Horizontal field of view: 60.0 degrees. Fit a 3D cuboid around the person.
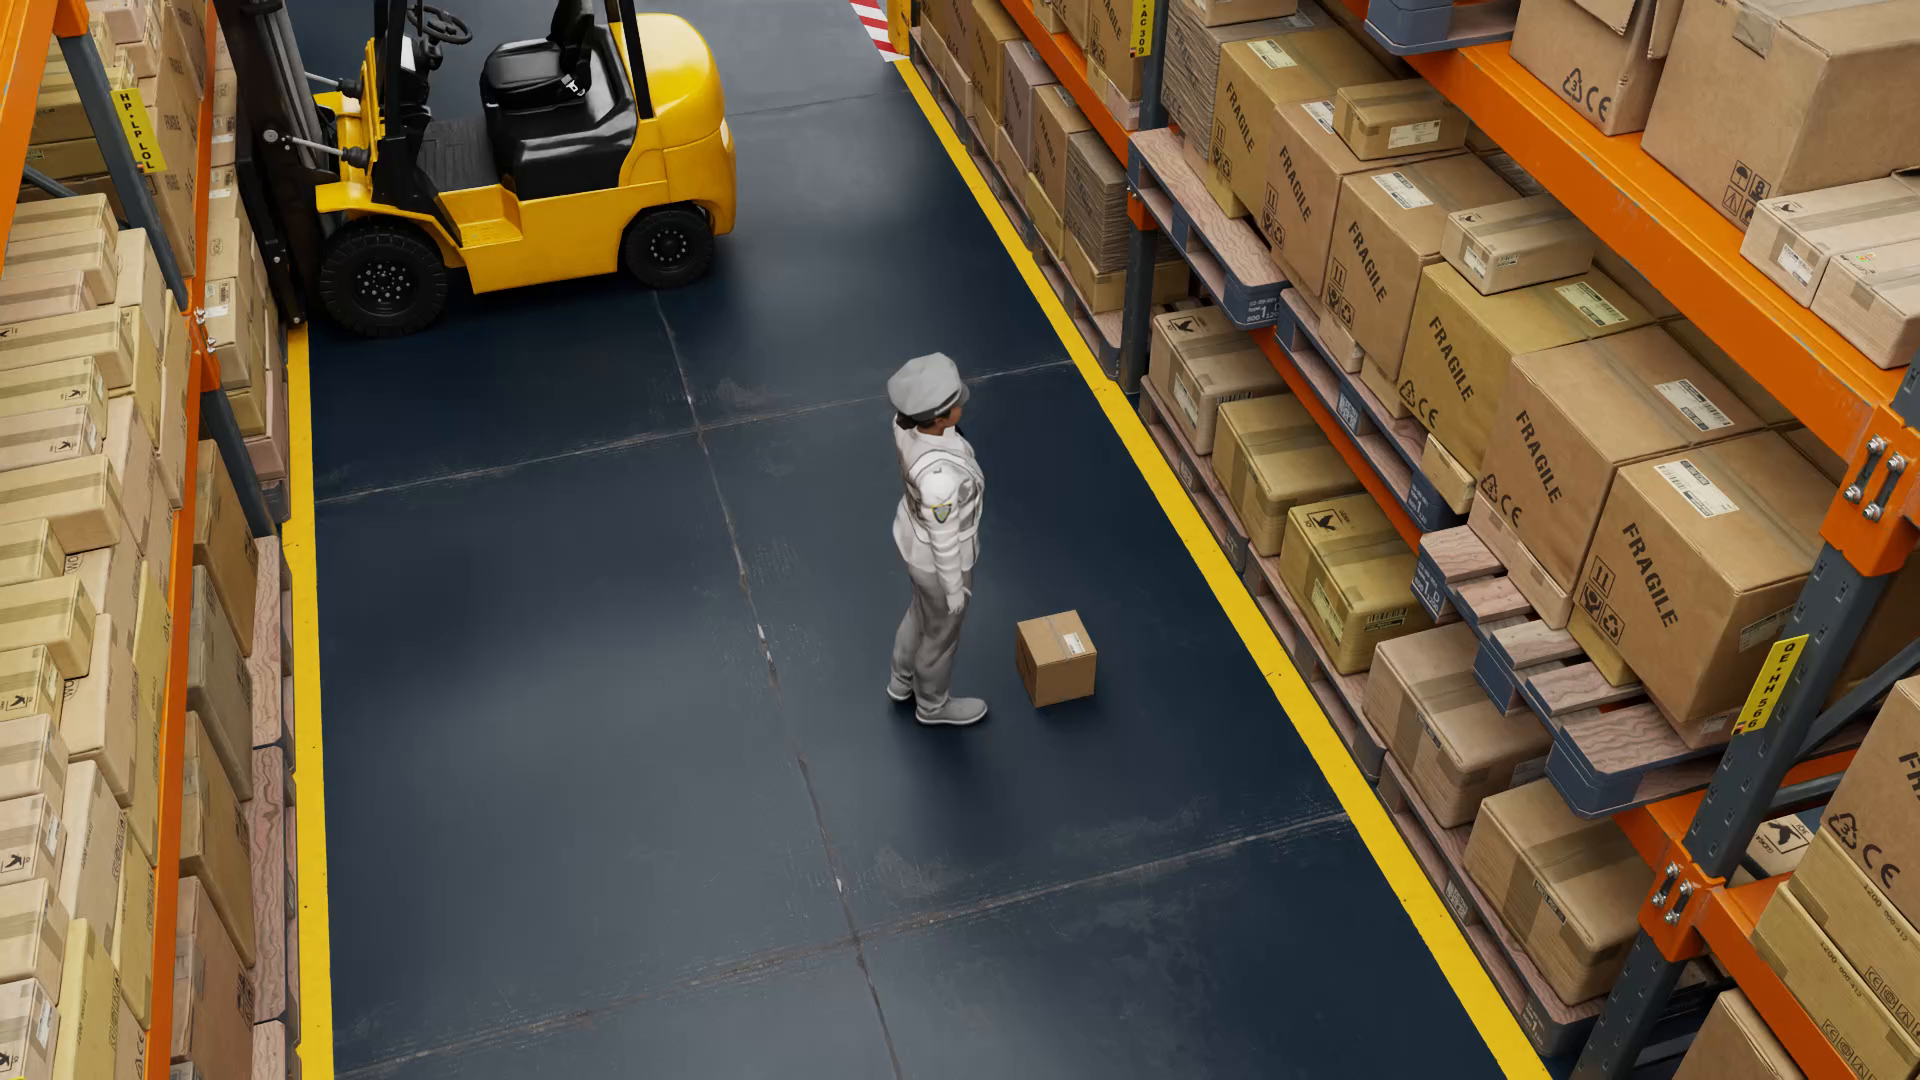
[{"bbox_3d":[-0.097,0.039,6.104,0.369,1.713,0.485,-11,44,-12],"label":"person"}]
